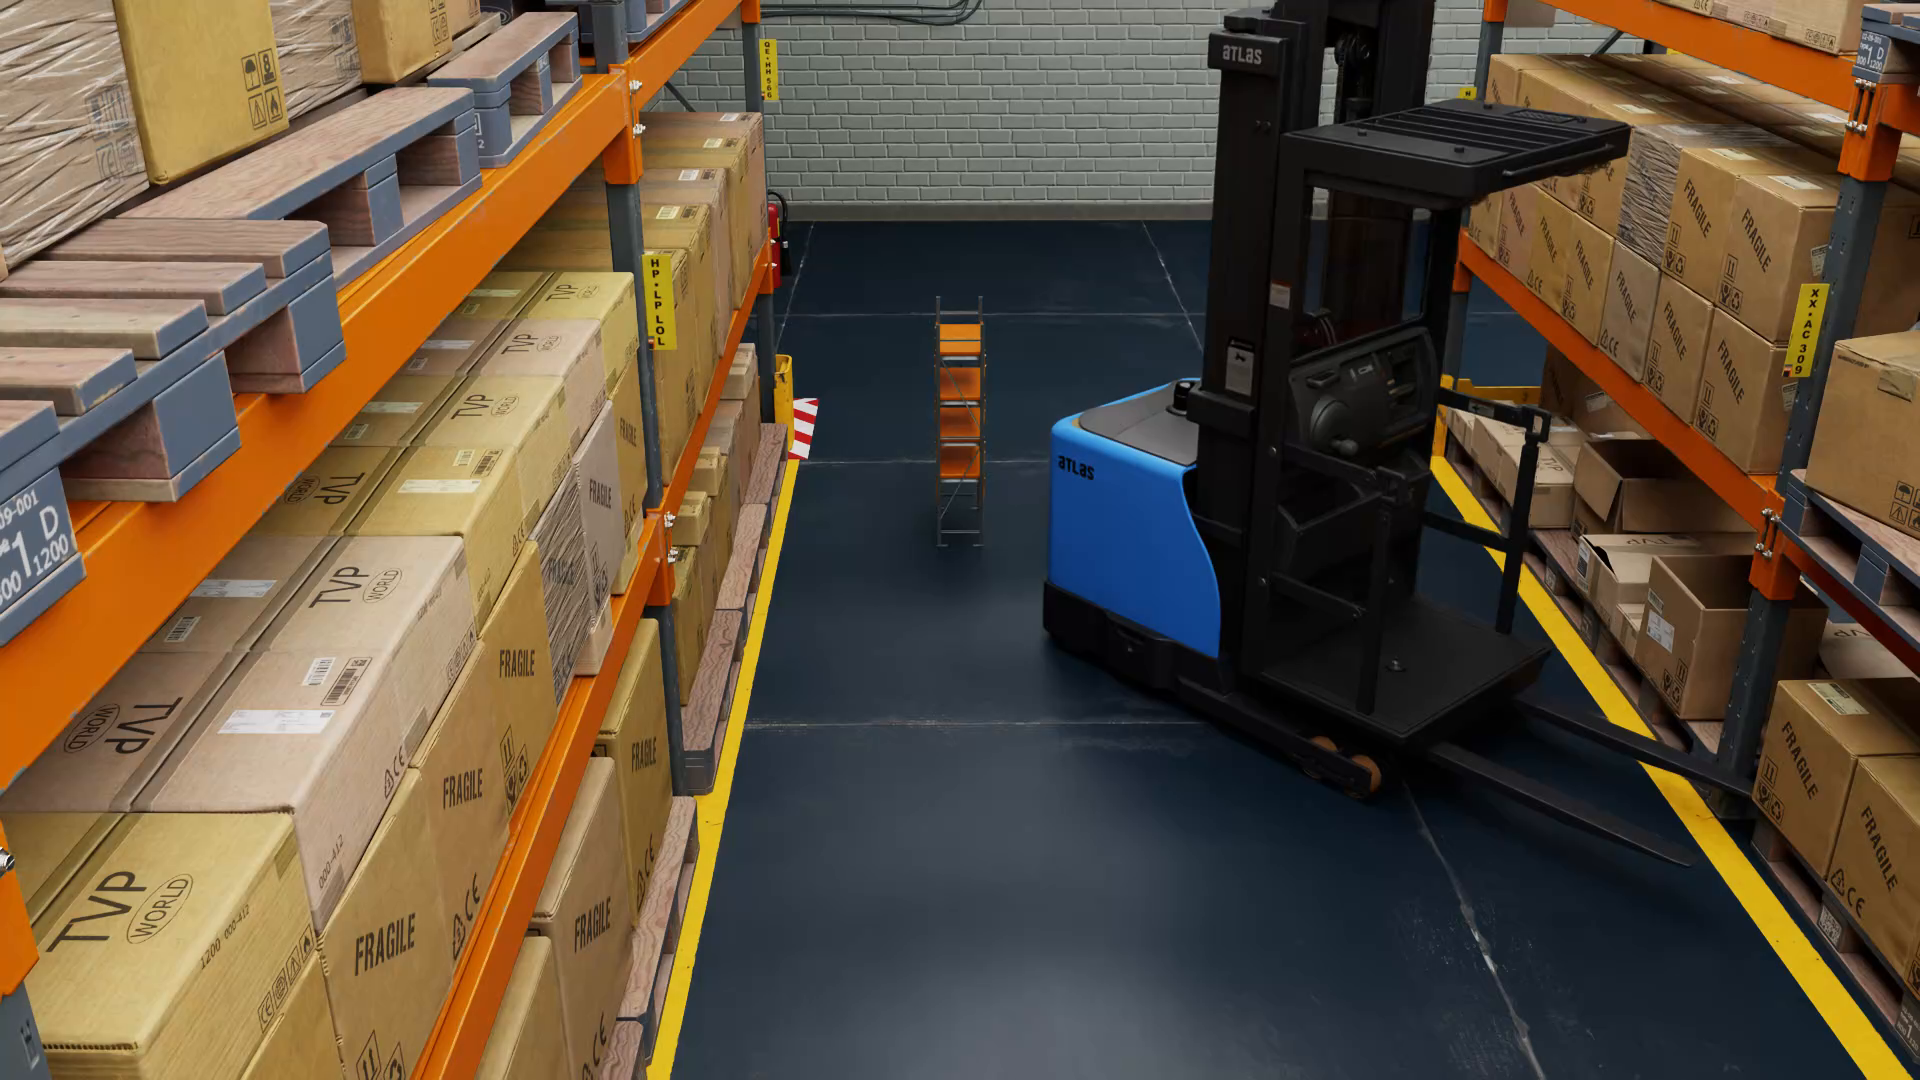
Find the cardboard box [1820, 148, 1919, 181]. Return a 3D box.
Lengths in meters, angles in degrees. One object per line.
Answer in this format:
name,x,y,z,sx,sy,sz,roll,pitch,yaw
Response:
cardboard box,3.675,-1.227,6.488,0.500,0.500,0.500,-1,24,-2

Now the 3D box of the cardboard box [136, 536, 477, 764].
cardboard box,-1.268,0.207,3.236,0.500,0.250,0.500,0,24,0

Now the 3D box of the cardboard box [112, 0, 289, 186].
cardboard box,-1.619,-0.904,2.814,0.700,0.500,0.500,1,24,2

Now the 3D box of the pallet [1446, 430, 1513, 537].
pallet,3.372,-0.336,9.236,1.003,0.211,1.213,0,24,-1

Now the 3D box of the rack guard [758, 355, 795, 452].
rack guard,-1.592,-0.813,9.941,1.175,0.500,0.348,0,24,-1

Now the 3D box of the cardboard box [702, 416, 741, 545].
cardboard box,-1.473,-0.293,8.282,0.700,0.500,0.500,-1,24,-2

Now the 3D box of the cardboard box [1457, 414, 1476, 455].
cardboard box,3.025,-0.598,9.337,0.380,0.166,0.250,0,24,-1

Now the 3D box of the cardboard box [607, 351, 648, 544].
cardboard box,-1.291,-0.295,5.256,0.500,0.500,0.500,-1,24,-1

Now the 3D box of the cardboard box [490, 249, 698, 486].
cardboard box,-1.538,-0.654,6.193,0.980,0.700,0.700,0,24,0

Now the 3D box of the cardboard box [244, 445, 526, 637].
cardboard box,-1.280,-0.004,3.701,0.500,0.250,0.500,-1,24,-2

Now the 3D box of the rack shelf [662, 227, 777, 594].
rack shelf,-1.570,-0.790,7.730,1.077,0.370,4.000,0,24,-1

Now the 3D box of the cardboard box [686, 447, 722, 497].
cardboard box,-1.281,-0.308,7.527,0.380,0.149,0.250,-1,24,-2

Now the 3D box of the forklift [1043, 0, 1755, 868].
forklift,1.746,-0.562,6.435,1.130,2.935,3.031,-21,31,-38

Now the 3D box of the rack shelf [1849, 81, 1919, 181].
rack shelf,3.427,-0.533,3.521,1.077,0.370,4.000,0,24,-1

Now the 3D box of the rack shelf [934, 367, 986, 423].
rack shelf,-0.002,-0.757,8.589,0.258,0.148,0.480,0,24,-1

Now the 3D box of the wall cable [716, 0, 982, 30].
wall cable,-1.296,-5.593,13.965,3.097,2.526,0.112,0,24,-1

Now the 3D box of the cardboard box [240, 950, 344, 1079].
cardboard box,-1.254,0.963,2.475,0.500,0.500,0.500,0,24,1

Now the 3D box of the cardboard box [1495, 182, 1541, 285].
cardboard box,3.113,-1.615,8.559,0.500,0.500,0.500,0,24,-1

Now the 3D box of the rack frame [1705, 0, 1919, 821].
rack frame,3.405,-0.318,5.813,1.000,3.000,0.127,0,24,-1

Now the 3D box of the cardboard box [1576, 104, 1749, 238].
cardboard box,3.123,-1.652,7.428,0.500,0.500,0.500,0,24,-1

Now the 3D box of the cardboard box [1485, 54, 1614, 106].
cardboard box,3.102,-2.283,8.823,0.500,0.500,0.500,0,24,1

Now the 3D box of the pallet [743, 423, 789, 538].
pallet,-1.505,-0.342,9.251,1.003,0.211,1.213,0,24,-1

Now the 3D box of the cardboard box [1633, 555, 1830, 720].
cardboard box,3.115,0.387,6.753,0.500,0.500,0.500,0,24,-1

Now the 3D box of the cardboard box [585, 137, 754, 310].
cardboard box,-1.557,-1.569,8.215,0.980,0.700,0.700,0,24,-1

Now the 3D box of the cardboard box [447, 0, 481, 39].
cardboard box,-1.649,-1.544,4.228,0.700,0.500,0.500,-2,24,-3

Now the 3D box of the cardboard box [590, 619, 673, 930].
cardboard box,-1.411,0.761,5.525,0.750,0.750,0.750,0,24,0

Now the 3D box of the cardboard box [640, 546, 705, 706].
cardboard box,-1.454,0.345,6.871,0.700,0.500,0.500,0,24,0

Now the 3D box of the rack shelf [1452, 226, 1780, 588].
rack shelf,3.383,-0.814,7.783,1.077,0.370,4.000,0,24,-1

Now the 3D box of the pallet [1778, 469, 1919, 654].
pallet,3.304,0.099,5.123,1.003,0.211,1.213,0,24,-1

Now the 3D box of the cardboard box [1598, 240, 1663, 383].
cardboard box,3.128,-0.992,7.183,0.500,0.500,0.500,0,24,1

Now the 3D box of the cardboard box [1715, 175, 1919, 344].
cardboard box,3.140,-1.026,6.044,0.500,0.500,0.500,0,24,0

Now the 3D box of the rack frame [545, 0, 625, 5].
rack frame,-1.548,-3.027,4.524,1.000,3.000,0.127,0,24,-1

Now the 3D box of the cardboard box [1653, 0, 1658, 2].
cardboard box,3.124,-2.433,7.032,0.500,0.250,0.500,0,24,-1

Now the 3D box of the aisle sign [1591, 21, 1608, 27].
aisle sign,3.667,-3.180,8.986,0.394,0.787,0.004,0,24,-1

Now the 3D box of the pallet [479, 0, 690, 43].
pallet,-1.547,-1.957,5.906,1.003,0.211,1.213,0,24,-1

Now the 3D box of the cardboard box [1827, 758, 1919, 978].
cardboard box,3.183,1.041,5.308,0.500,0.500,0.500,0,24,0

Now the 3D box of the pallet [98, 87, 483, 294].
pallet,-1.580,-0.652,3.141,1.003,0.211,1.213,1,24,2

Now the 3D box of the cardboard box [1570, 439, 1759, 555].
cardboard box,3.379,-0.155,7.948,0.797,0.503,0.637,0,24,-1

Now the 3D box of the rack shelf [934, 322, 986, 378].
rack shelf,-0.002,-0.973,8.492,0.258,0.148,0.480,0,24,-1

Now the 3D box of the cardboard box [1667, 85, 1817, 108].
cardboard box,3.658,-1.863,7.895,0.500,0.500,0.500,0,24,1

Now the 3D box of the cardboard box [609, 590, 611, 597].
cardboard box,-1.278,0.160,5.036,0.380,0.149,0.250,0,24,1

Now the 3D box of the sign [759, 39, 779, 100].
sign,-1.049,-2.574,9.110,0.100,0.325,0.005,0,24,-1

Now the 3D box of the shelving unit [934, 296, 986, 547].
shelving unit,-0.002,-0.615,8.654,0.258,1.200,0.503,0,24,-1

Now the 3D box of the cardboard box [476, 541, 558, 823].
cardboard box,-1.268,0.328,3.878,0.500,0.500,0.500,0,24,1

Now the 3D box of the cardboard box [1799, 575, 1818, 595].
cardboard box,3.597,0.242,7.478,0.380,0.166,0.250,0,24,-1

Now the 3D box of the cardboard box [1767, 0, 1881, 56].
cardboard box,3.134,-1.815,5.666,0.500,0.250,0.500,0,24,-1
